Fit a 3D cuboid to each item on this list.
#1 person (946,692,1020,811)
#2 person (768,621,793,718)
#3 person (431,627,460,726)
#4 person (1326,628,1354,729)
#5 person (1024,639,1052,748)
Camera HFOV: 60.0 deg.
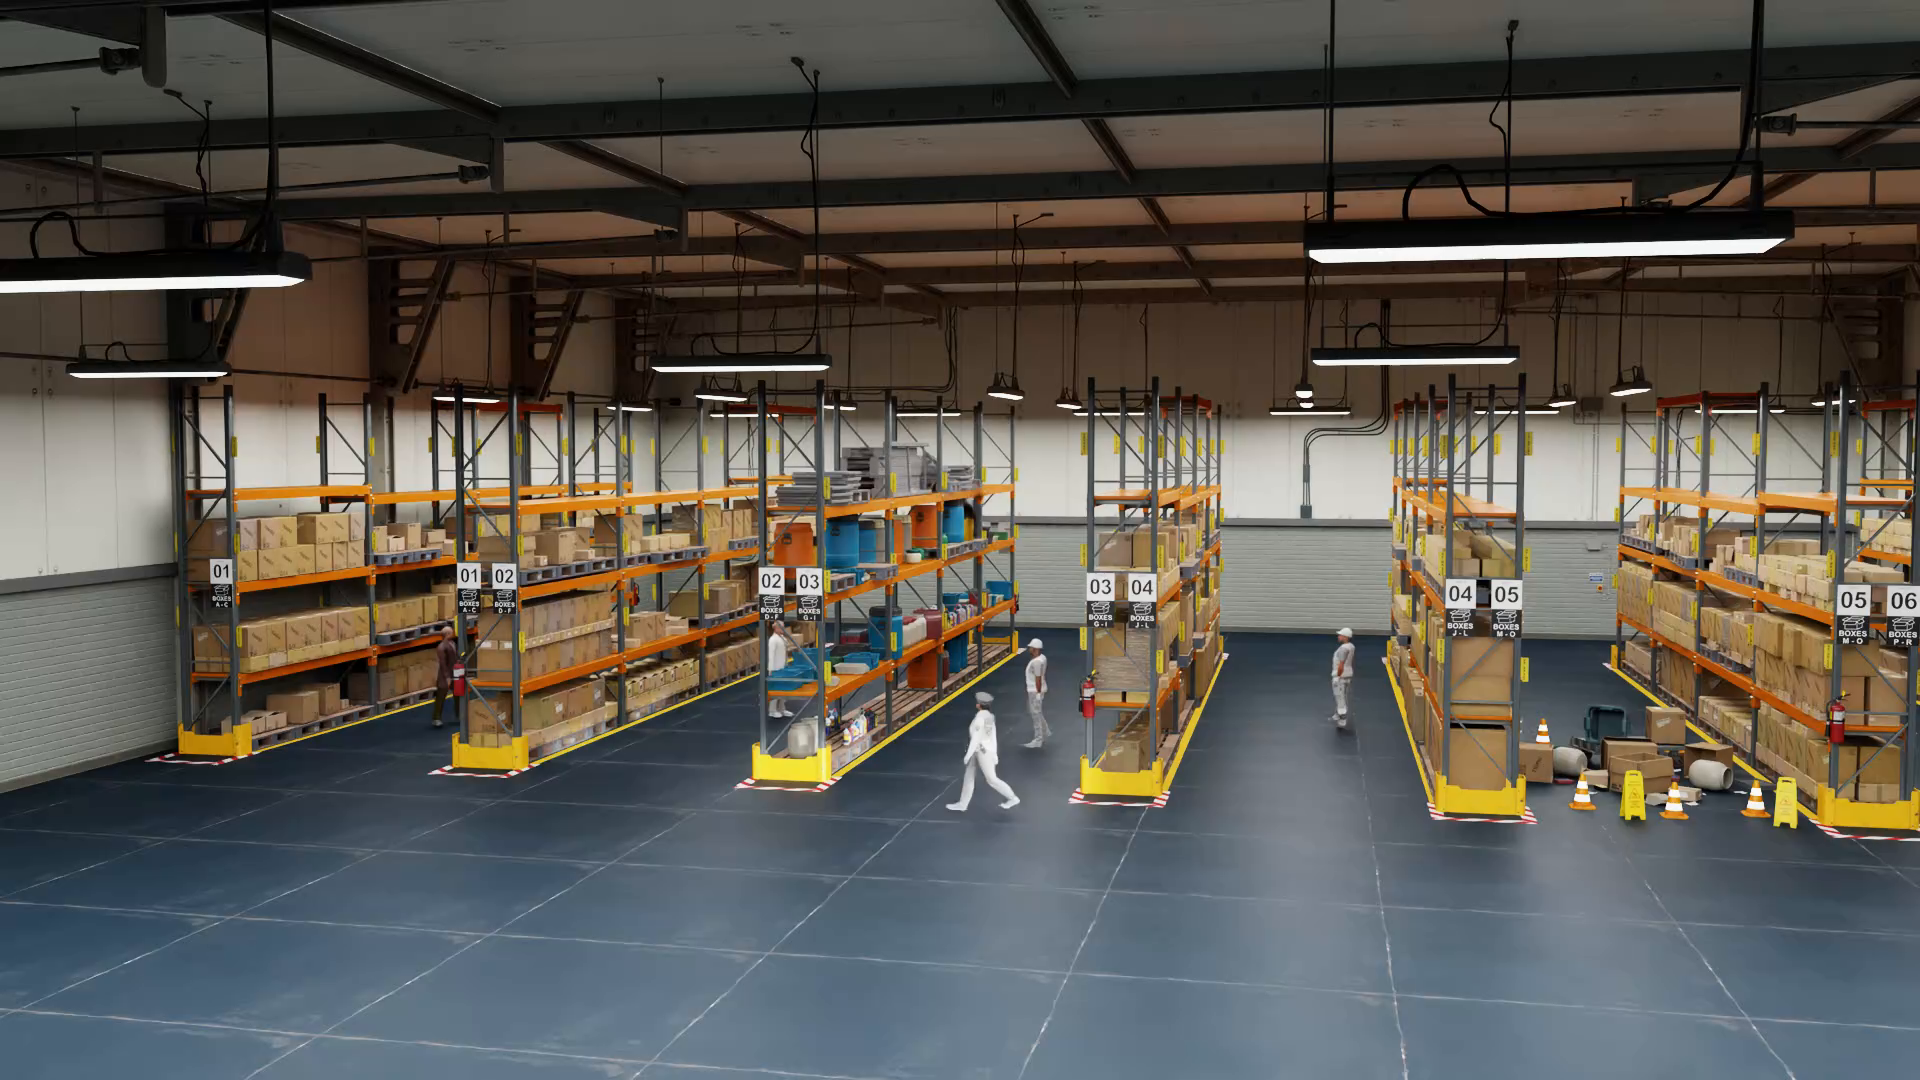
[{"bbox_3d":[0.306,2.899,22.736,0.971,1.648,0.404,0,3,-9],"label":"person"},{"bbox_3d":[-3.357,2.388,30.744,0.392,1.790,0.675,1,3,16],"label":"person"},{"bbox_3d":[-9.169,2.457,29.927,0.578,1.821,0.711,1,3,18],"label":"person"},{"bbox_3d":[6.766,2.450,29.809,0.564,1.785,0.653,-3,4,-44],"label":"person"},{"bbox_3d":[1.304,2.539,27.738,0.451,1.791,0.596,0,3,5],"label":"person"}]
